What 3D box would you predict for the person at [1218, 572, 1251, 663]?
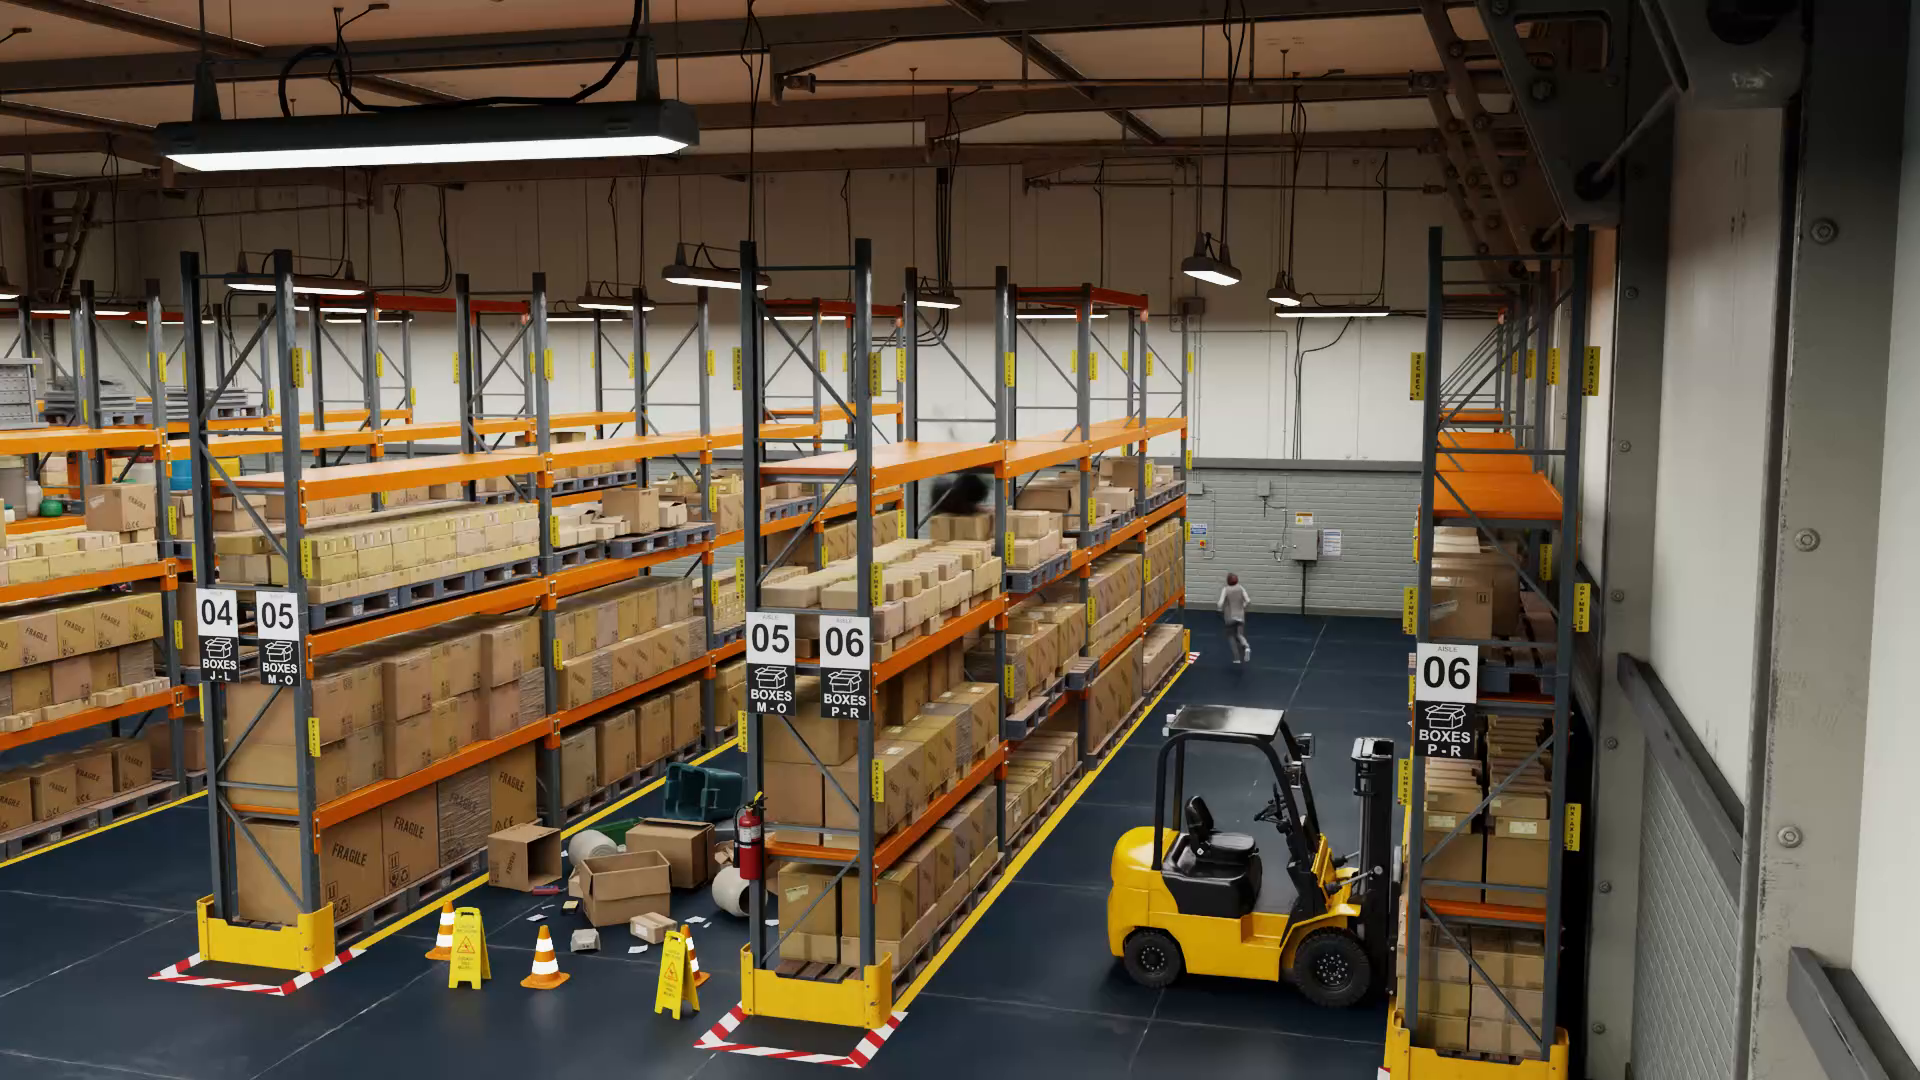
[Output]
[{"bbox_3d":[4.524,1.310,27.536,0.564,1.557,0.676,-1,7,-10],"label":"person"}]
